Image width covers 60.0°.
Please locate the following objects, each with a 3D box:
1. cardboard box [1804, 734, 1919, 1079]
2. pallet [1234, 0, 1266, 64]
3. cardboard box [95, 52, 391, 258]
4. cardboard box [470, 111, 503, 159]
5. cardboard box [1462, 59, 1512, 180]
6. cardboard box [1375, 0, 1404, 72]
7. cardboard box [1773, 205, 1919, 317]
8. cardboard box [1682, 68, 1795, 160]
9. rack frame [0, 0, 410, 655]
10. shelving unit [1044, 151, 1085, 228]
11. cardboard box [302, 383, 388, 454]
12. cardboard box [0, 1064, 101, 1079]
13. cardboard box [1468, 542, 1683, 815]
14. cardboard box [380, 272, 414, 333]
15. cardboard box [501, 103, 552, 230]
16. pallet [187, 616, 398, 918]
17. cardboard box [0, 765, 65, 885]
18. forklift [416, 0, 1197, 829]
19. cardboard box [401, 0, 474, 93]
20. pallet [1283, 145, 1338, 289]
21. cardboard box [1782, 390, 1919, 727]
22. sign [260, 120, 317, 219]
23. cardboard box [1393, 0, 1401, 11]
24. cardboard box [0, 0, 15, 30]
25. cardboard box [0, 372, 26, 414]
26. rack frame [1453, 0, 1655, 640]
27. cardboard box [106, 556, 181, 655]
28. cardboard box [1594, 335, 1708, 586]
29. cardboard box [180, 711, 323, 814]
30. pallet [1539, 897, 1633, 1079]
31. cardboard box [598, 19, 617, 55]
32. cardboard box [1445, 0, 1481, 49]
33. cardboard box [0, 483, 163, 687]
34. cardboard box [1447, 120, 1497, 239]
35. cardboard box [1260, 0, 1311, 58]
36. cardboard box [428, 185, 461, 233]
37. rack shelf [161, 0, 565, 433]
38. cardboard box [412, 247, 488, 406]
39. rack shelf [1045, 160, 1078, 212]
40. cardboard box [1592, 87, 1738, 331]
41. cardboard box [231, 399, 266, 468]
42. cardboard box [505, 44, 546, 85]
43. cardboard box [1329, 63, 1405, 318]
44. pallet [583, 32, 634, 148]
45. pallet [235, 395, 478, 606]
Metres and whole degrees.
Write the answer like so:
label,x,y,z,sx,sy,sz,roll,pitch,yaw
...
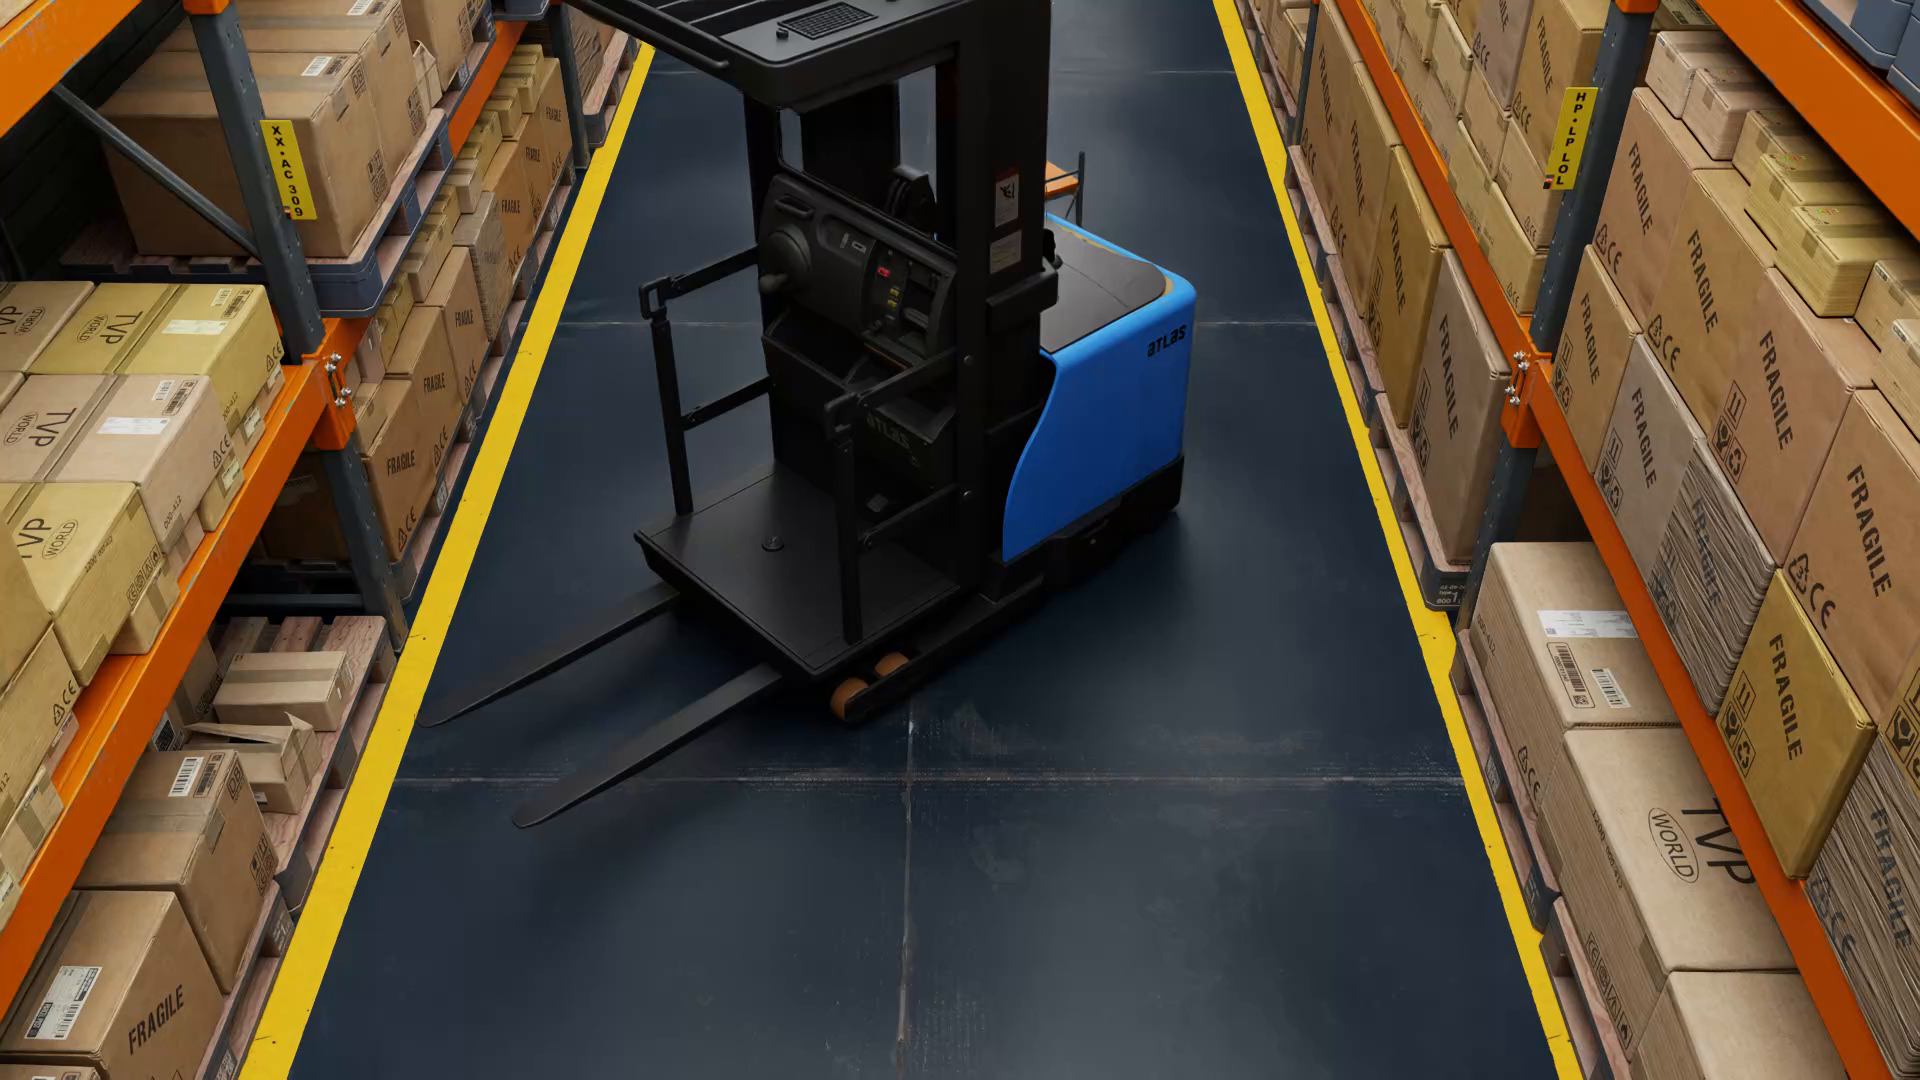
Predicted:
label,x,y,z,sx,sy,sz,roll,pitch,yaw
cardboard box,2.118,0.739,3.350,0.500,0.500,0.500,1,39,1
pallet,2.372,-3.450,10.886,1.003,0.211,1.213,0,39,0
cardboard box,-2.366,-1.286,5.541,0.700,0.500,0.500,1,39,1
cardboard box,-2.397,-1.915,7.885,0.380,0.149,0.250,1,39,1
cardboard box,2.123,-1.511,5.958,0.500,0.250,0.500,1,39,1
cardboard box,2.132,-2.274,7.309,0.500,0.250,0.500,1,39,1
cardboard box,2.085,-0.630,3.739,0.380,0.149,0.250,-1,39,-1
cardboard box,2.132,-1.111,4.340,0.380,0.149,0.250,1,39,1
rack frame,-2.589,-0.781,5.326,1.000,3.000,0.127,0,39,0
shelving unit,0.274,-1.212,7.303,0.258,1.200,0.503,-23,44,-26
cardboard box,-2.323,-0.447,6.053,0.380,0.149,0.250,2,39,2
cardboard box,-2.452,1.615,3.999,0.700,0.500,0.500,1,39,2
cardboard box,2.268,0.442,5.513,0.875,0.438,0.875,-1,39,-1
cardboard box,-2.426,-0.952,6.684,0.380,0.149,0.250,-1,39,-1
cardboard box,-2.388,-1.893,8.377,0.500,0.500,0.500,-1,39,-1
pallet,-2.589,0.737,5.662,1.003,0.211,1.213,0,39,0
cardboard box,-2.283,0.643,3.750,0.380,0.149,0.250,1,39,1
forklift,-0.514,-0.856,5.475,3.031,2.935,1.130,-30,48,-32
cardboard box,-2.367,-2.101,6.557,0.700,0.500,0.500,0,39,0
pallet,2.296,-1.707,8.711,1.003,0.211,1.213,0,39,0
cardboard box,2.115,0.034,3.430,0.500,0.500,0.500,0,39,0
sign,-2.046,-1.124,5.062,0.100,0.325,0.005,0,39,0
cardboard box,2.112,-2.473,7.157,0.500,0.250,0.500,0,39,0
cardboard box,-2.308,-1.154,3.594,0.380,0.149,0.250,0,39,0
cardboard box,-2.851,-0.215,4.502,0.500,0.250,0.500,0,39,0
rack frame,2.375,-0.787,5.333,1.000,3.000,0.127,0,39,0
cardboard box,-2.288,0.165,4.346,0.380,0.149,0.250,-1,39,-1
cardboard box,2.110,-0.217,4.543,0.500,0.500,0.500,0,39,0
cardboard box,-2.294,0.694,5.336,0.396,0.266,0.258,1,39,2
pallet,2.302,1.542,4.657,1.003,0.211,1.213,0,39,0
cardboard box,-2.589,-3.318,10.055,0.875,0.625,0.625,1,39,1
cardboard box,2.134,-2.136,6.137,0.500,0.500,0.500,1,39,1
cardboard box,-2.341,0.105,4.102,0.500,0.250,0.500,0,39,0
cardboard box,2.123,-1.327,6.127,0.500,0.250,0.500,-1,39,-1
cardboard box,2.371,-3.241,10.162,0.950,0.372,0.625,-1,39,-1
cardboard box,-2.417,-1.432,7.283,0.380,0.149,0.250,0,39,0
rack shelf,-2.591,-1.751,7.111,1.077,0.370,4.000,0,39,0
cardboard box,-2.371,-0.917,7.159,0.500,0.500,0.500,-1,39,-1
rack shelf,0.274,-1.519,7.058,0.258,0.148,0.480,-23,44,-26
cardboard box,2.133,-0.918,4.617,0.500,0.500,0.500,0,39,0
cardboard box,-2.314,-0.321,4.953,0.380,0.149,0.250,1,39,1
cardboard box,-2.339,-2.415,8.509,0.380,0.149,0.250,-2,39,-2
cardboard box,2.285,-1.633,7.753,0.875,0.875,0.875,0,39,1
pallet,-2.555,-2.709,9.962,1.003,0.211,1.213,0,39,0
pallet,-2.627,-0.201,6.833,1.003,0.211,1.213,0,39,0
